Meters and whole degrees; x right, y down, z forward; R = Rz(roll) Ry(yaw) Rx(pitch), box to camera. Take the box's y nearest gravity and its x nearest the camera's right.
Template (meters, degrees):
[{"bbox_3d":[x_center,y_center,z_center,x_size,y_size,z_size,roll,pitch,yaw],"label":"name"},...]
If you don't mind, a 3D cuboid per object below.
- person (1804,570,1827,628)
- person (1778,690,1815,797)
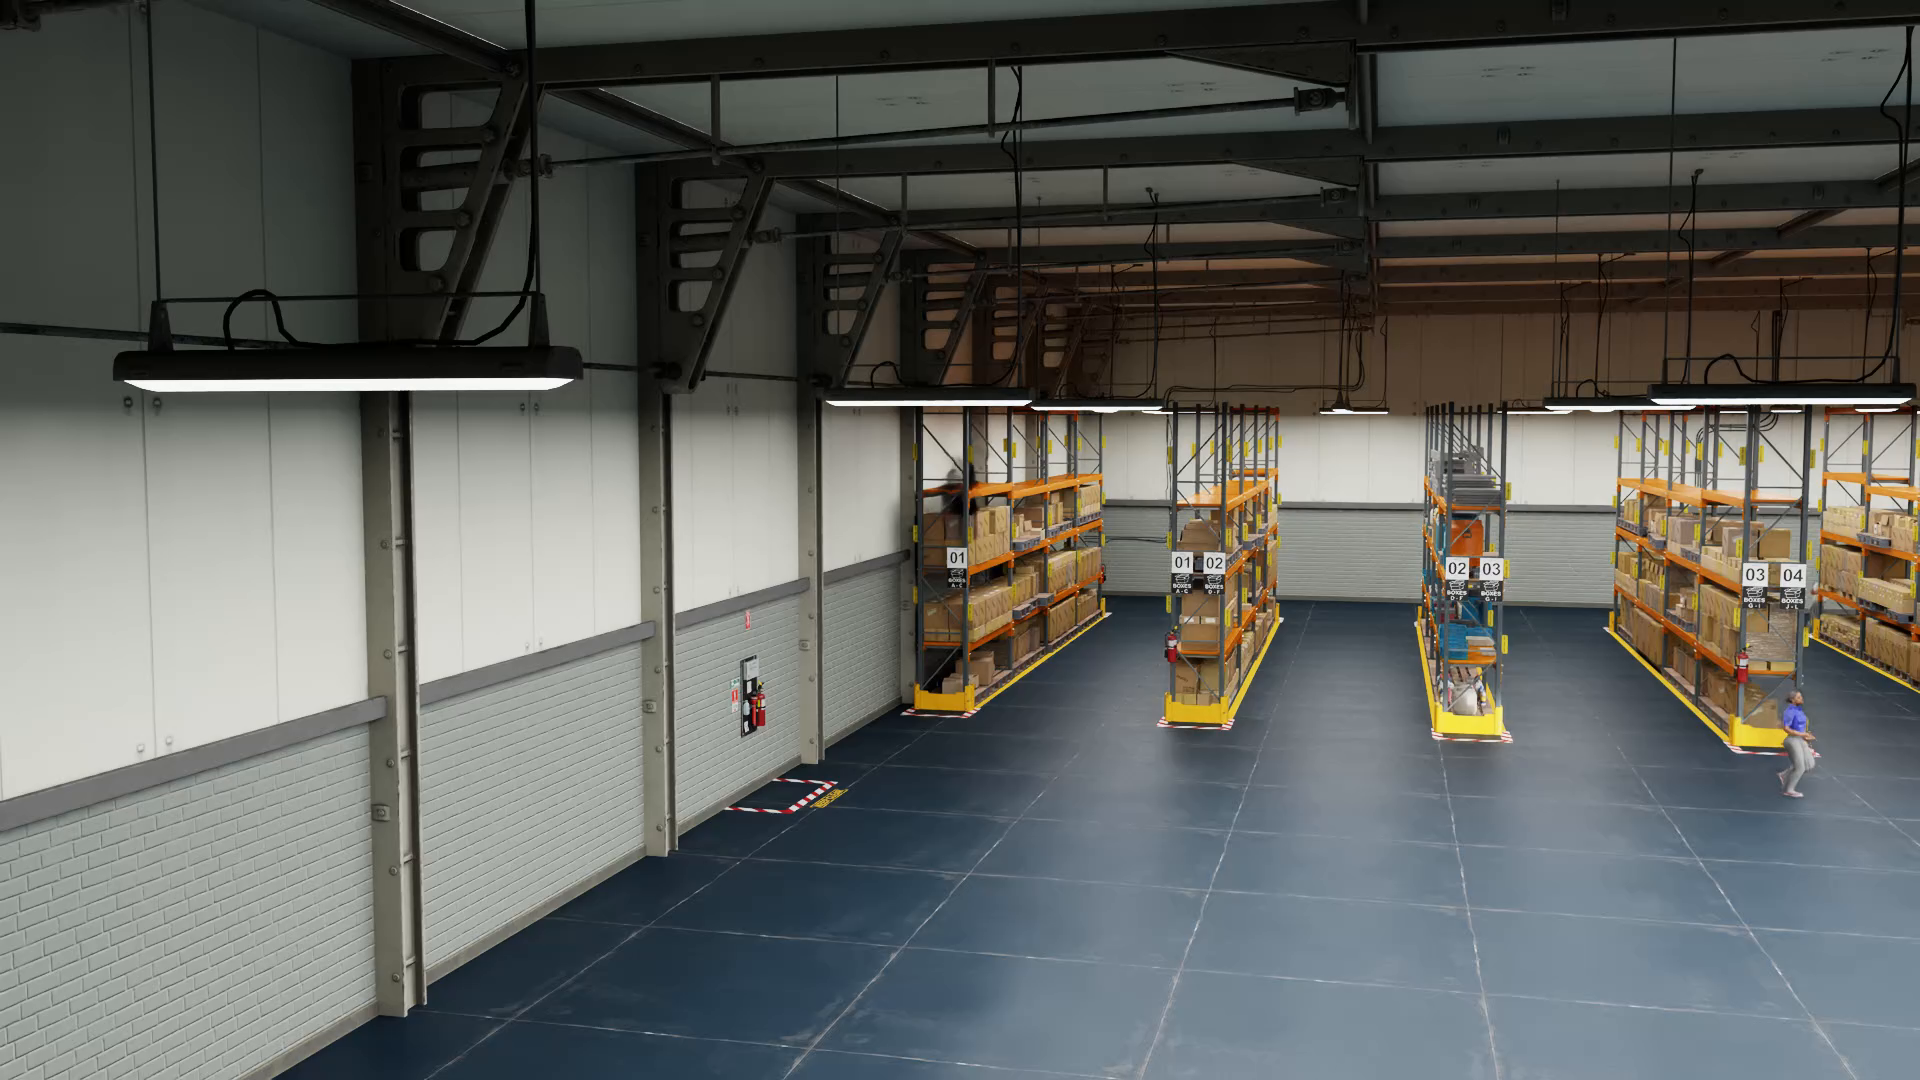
[{"bbox_3d":[22.902,1.583,44.455,0.787,1.721,0.801,3,5,37],"label":"person"},{"bbox_3d":[12.621,3.071,25.032,0.570,1.597,0.547,-4,6,-45],"label":"person"}]
